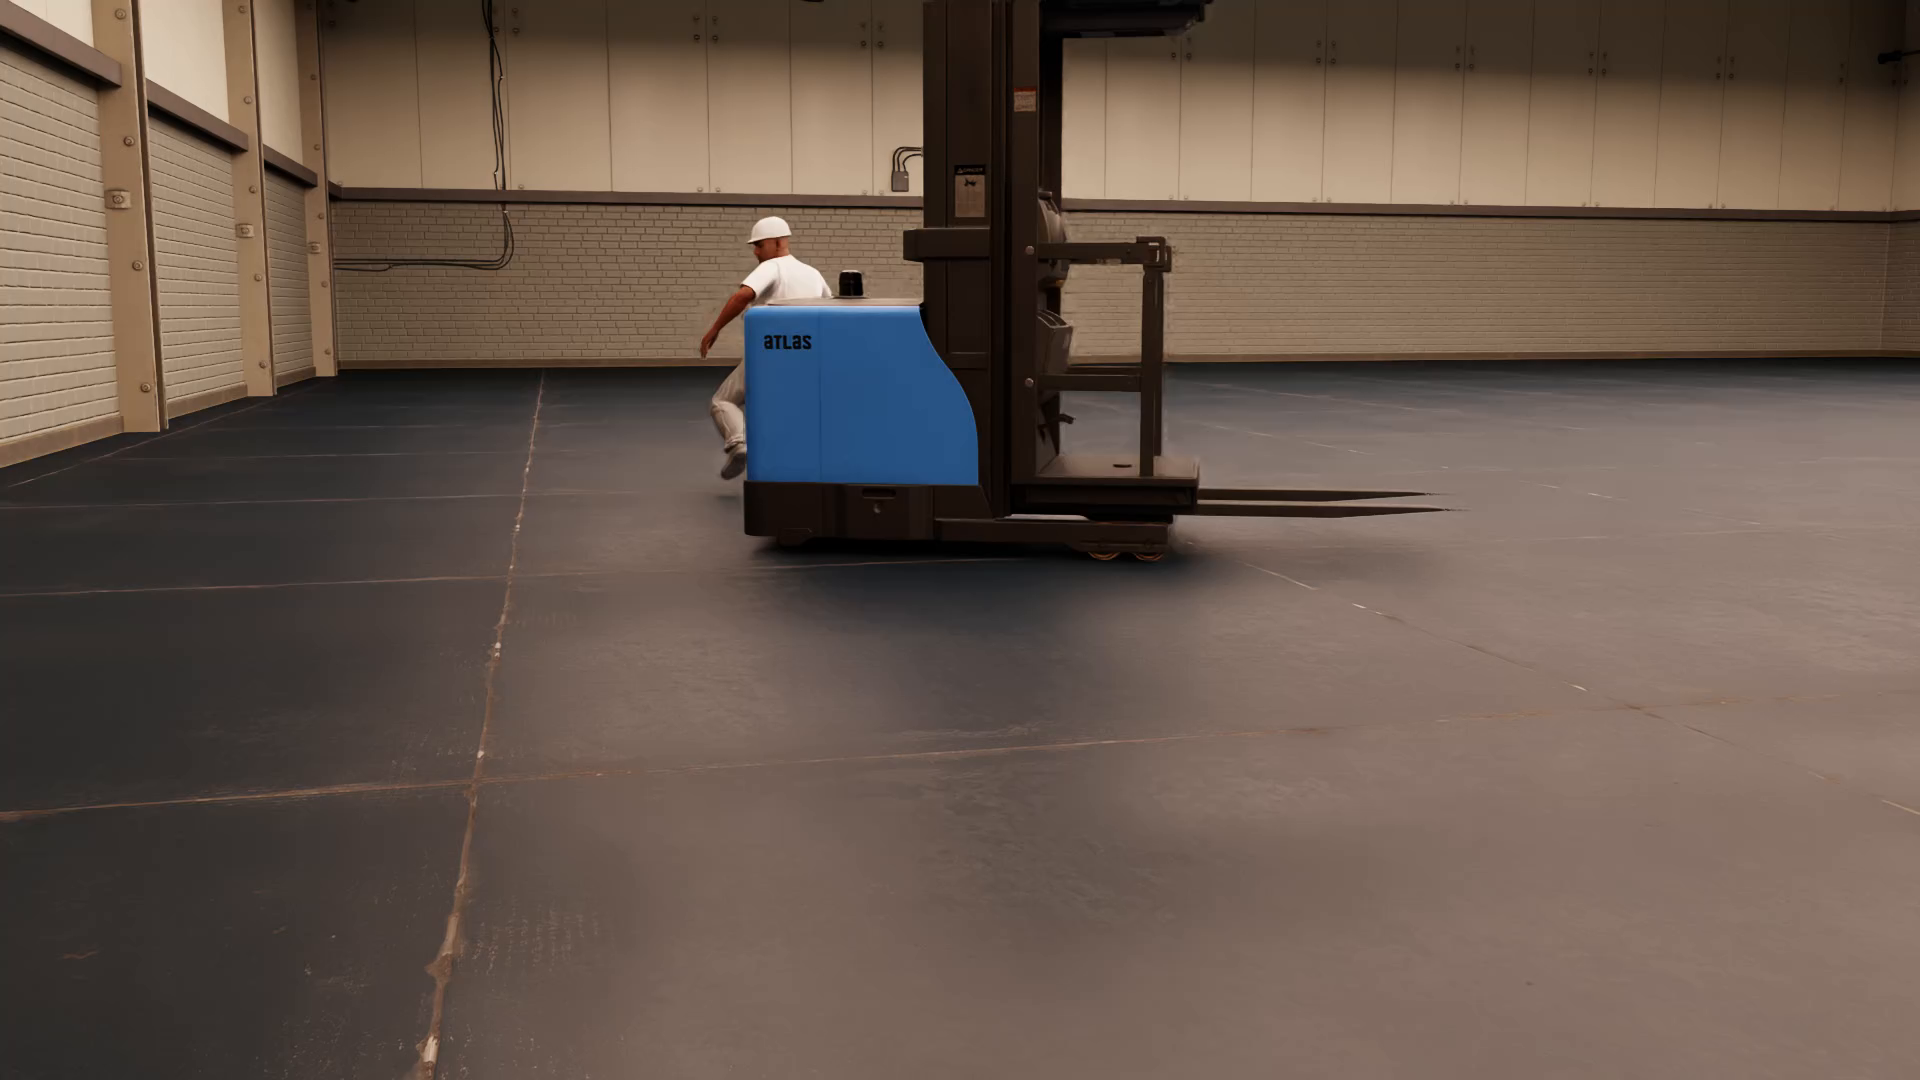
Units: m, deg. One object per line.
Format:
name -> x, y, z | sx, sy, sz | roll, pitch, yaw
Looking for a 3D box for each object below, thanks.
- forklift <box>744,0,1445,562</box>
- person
forklift -> 0.603, -1.439, 7.412 | 3.031, 2.935, 1.130 | 1, 8, 9
person -> -1.068, -1.115, 10.028 | 0.511, 1.645, 1.182 | 8, 11, 44
